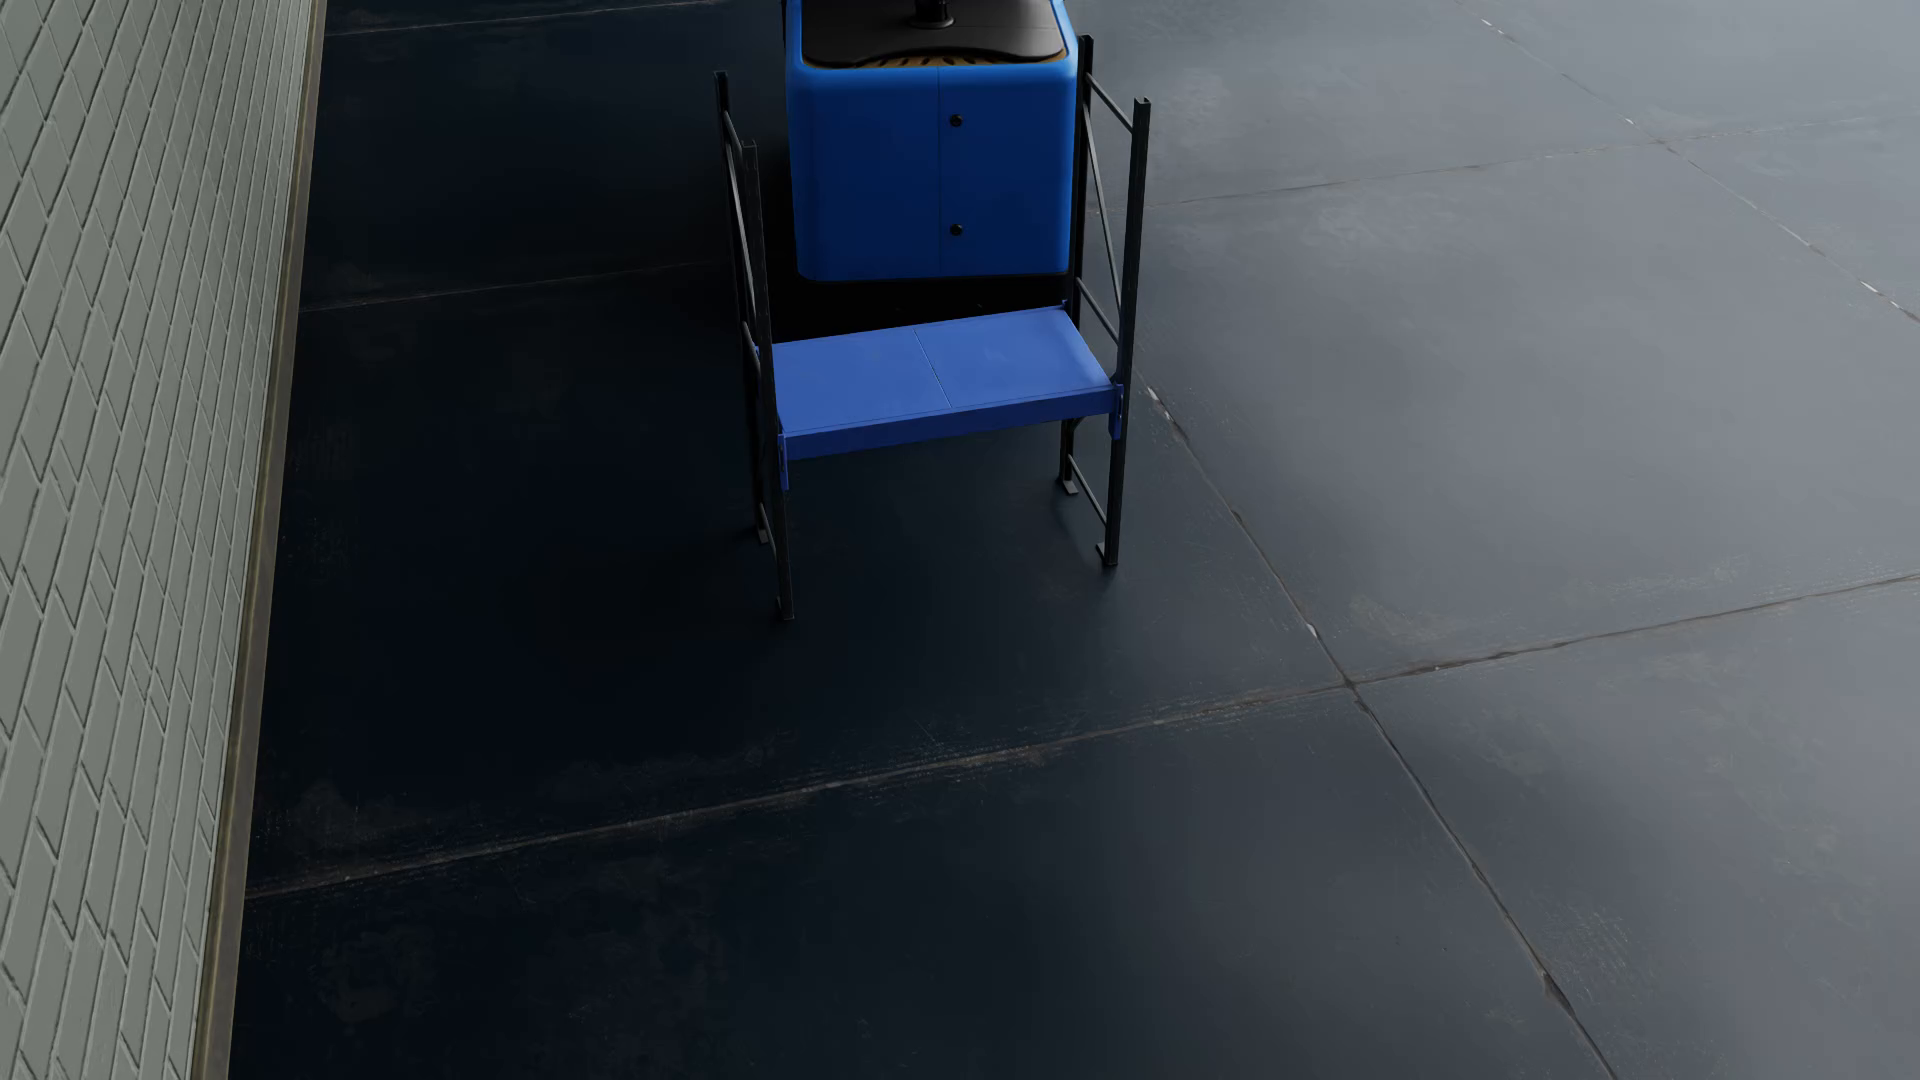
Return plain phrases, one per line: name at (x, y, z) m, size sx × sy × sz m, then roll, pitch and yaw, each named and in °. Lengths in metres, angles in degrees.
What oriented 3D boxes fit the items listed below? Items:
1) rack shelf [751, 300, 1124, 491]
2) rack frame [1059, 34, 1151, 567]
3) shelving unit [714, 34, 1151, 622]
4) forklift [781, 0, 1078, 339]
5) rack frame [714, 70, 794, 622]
rack shelf at (-0.082, -0.439, 4.886) m, size 1.000 × 0.185 × 0.538 m, roll -9°, pitch 38°, yaw -12°
rack frame at (0.408, -0.663, 4.882) m, size 0.032 × 1.500 × 0.500 m, roll -9°, pitch 38°, yaw -12°
shelving unit at (-0.082, -0.582, 4.777) m, size 1.048 × 1.500 × 0.538 m, roll -9°, pitch 38°, yaw -12°
forklift at (-0.187, -2.768, 6.457) m, size 1.130 × 2.935 × 3.031 m, roll -3°, pitch 37°, yaw -4°
rack frame at (-0.573, -0.502, 4.671) m, size 0.032 × 1.500 × 0.500 m, roll -9°, pitch 38°, yaw -12°
